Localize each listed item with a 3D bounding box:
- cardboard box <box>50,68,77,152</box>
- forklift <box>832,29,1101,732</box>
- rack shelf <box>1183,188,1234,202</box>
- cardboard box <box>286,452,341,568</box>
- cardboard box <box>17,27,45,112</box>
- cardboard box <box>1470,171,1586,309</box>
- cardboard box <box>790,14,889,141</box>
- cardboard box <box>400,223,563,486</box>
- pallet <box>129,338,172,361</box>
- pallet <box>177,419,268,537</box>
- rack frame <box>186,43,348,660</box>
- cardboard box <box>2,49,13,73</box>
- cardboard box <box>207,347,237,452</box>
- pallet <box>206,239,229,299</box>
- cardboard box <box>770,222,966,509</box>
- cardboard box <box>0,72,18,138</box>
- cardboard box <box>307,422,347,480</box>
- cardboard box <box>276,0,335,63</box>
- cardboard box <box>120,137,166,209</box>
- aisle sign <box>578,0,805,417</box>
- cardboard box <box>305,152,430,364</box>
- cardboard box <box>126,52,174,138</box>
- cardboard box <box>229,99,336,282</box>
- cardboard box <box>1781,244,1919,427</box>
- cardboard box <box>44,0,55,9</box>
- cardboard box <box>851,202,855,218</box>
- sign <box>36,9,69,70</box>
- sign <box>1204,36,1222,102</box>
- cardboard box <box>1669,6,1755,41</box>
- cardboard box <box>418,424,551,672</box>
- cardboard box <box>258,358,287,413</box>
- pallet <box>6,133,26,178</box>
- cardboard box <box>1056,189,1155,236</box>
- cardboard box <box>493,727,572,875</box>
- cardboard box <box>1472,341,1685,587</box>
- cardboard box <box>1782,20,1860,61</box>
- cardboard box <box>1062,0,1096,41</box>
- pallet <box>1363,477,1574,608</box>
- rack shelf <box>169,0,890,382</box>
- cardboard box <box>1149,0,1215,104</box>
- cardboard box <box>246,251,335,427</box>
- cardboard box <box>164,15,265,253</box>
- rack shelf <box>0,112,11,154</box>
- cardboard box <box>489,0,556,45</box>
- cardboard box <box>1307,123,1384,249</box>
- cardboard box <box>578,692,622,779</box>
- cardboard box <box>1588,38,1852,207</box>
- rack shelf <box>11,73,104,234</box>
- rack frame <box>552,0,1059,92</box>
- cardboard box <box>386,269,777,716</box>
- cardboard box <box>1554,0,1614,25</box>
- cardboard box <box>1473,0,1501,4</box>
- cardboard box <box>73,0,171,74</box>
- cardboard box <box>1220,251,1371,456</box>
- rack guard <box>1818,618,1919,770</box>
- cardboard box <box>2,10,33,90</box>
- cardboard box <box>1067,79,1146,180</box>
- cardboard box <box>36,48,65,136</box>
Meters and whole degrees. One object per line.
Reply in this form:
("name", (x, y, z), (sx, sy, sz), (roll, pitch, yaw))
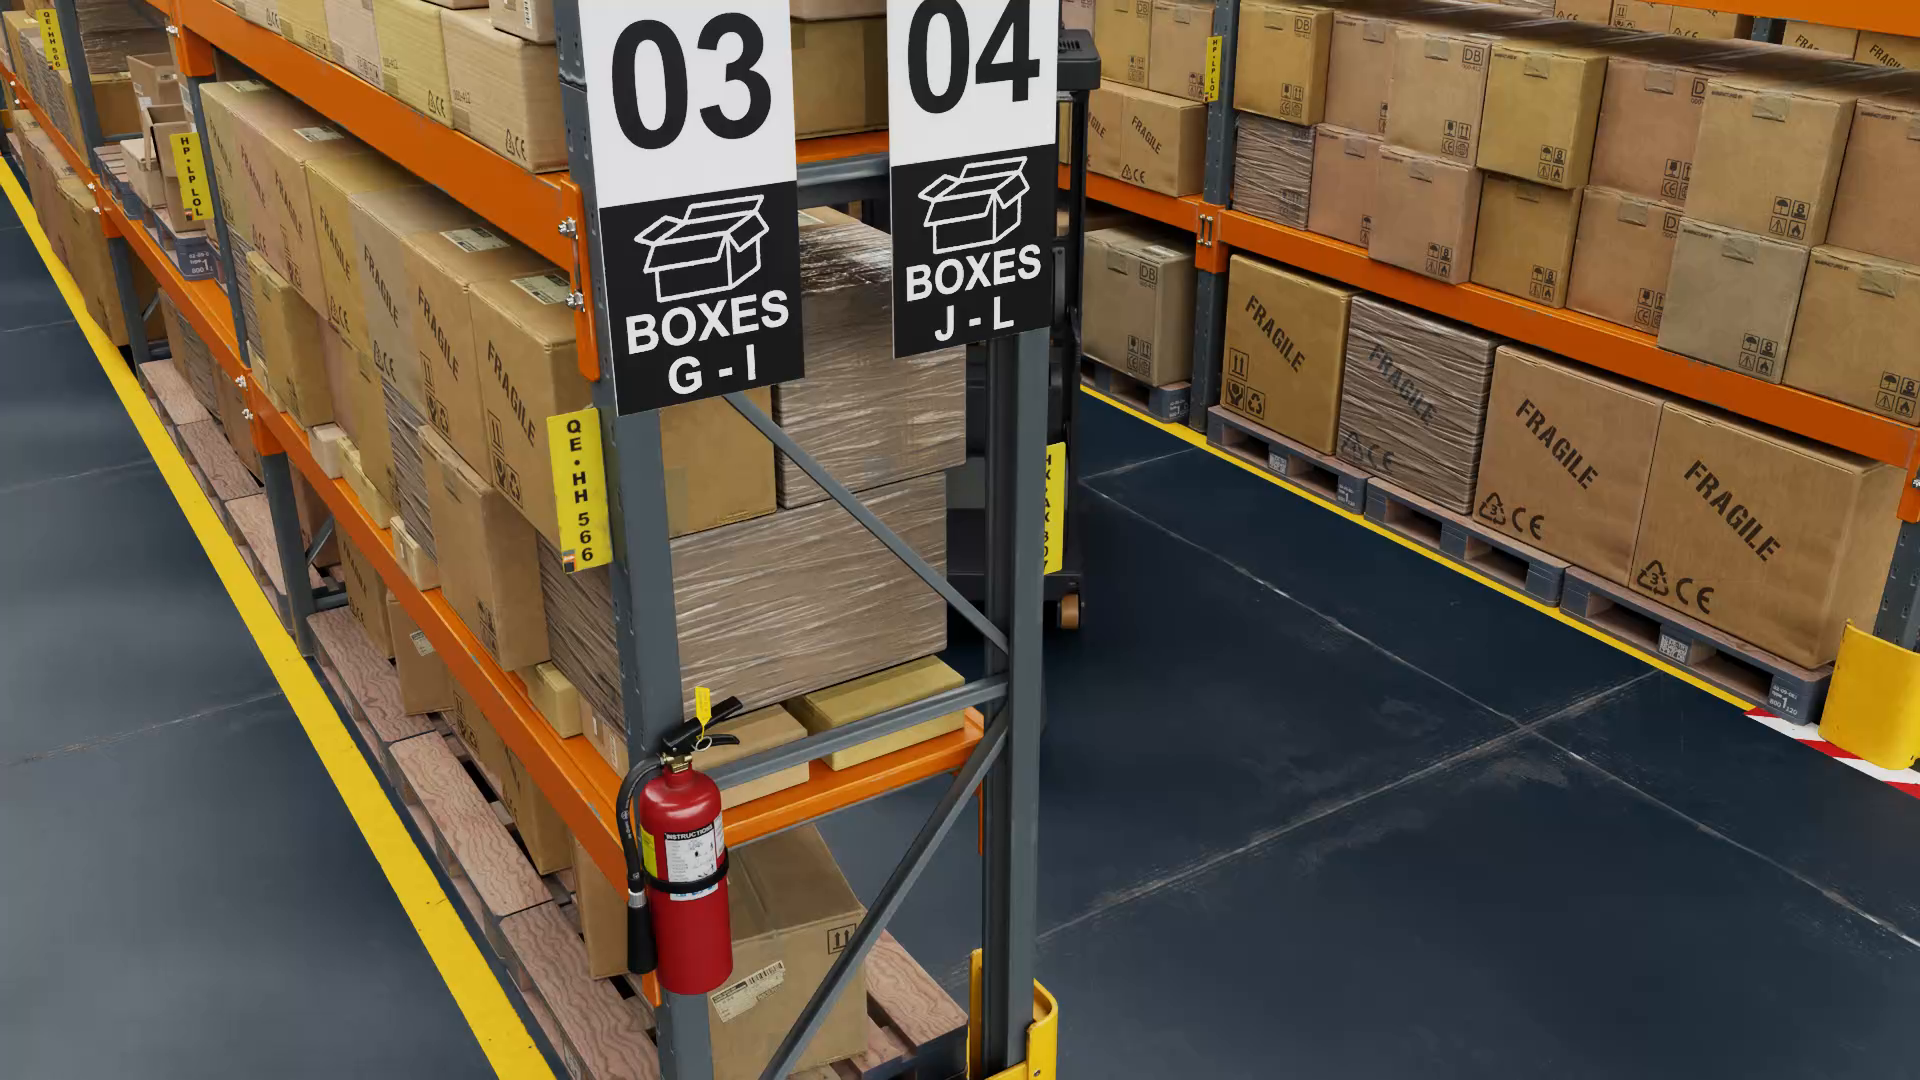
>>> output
("cardboard box", (-5.158, -2.815, 10.582), (1.016, 0.500, 0.509), (-16, 30, -31))
("forklift", (-0.012, -1.059, 7.059), (1.121, 2.935, 3.031), (0, 25, 1))
("rack shelf", (0.680, -2.577, 10.809), (0.919, 0.124, 3.809), (-16, 29, -30))
("cardboard box", (-2.756, -0.272, 7.726), (0.700, 0.500, 0.500), (-18, 31, -33))
("cardboard box", (-6.217, -3.304, 11.618), (0.500, 0.500, 0.500), (-16, 30, -31))
("cardboard box", (2.872, -1.459, 7.652), (0.875, 0.550, 0.500), (-16, 29, -30))
("cardboard box", (-0.302, -1.070, 3.664), (0.500, 0.250, 0.500), (-15, 29, -28))
("cardboard box", (-1.041, -0.497, 4.152), (0.500, 0.500, 0.500), (-16, 29, -30))
("pallet", (-4.990, -1.448, 11.071), (1.003, 0.211, 1.213), (-16, 29, -30))
("pallet", (-3.536, -0.433, 8.920), (1.003, 0.211, 1.213), (-16, 29, -30))
("rack frame", (-2.439, -0.979, 6.810), (1.000, 3.000, 0.127), (-16, 29, -30))
("cardboard box", (-7.247, -3.760, 12.994), (0.380, 0.149, 0.250), (-15, 29, -29))
("cardboard box", (-3.612, -0.847, 8.943), (0.700, 0.500, 0.500), (-13, 28, -25))
("pallet", (-2.735, -1.200, 7.502), (1.003, 0.211, 1.213), (-16, 29, -30))
("cardboard box", (-0.328, -0.440, 4.032), (0.500, 0.500, 0.500), (-16, 29, -30))
("cardboard box", (-8.574, -4.290, 15.821), (0.875, 0.875, 0.875), (-16, 29, -30))
("cardboard box", (-2.042, -0.357, 5.786), (0.380, 0.149, 0.250), (-16, 29, -30))
("cardboard box", (-1.558, -1.492, 4.559), (0.500, 0.250, 0.500), (-16, 30, -30))
("cardboard box", (-3.901, -1.879, 8.400), (0.500, 0.250, 0.500), (-16, 30, -31))
("aisle sign", (-0.473, -0.632, 3.029), (0.394, 0.787, 0.004), (-16, 29, -30))
("cardboard box", (-1.578, -0.857, 4.915), (0.500, 0.500, 0.500), (-16, 29, -30))
("cardboard box", (-4.295, -2.461, 9.340), (0.500, 0.500, 0.500), (-20, 32, -36))
("cardboard box", (-2.132, -1.212, 5.667), (0.500, 0.500, 0.500), (-16, 29, -30))
("cardboard box", (3.715, -0.858, 6.378), (0.875, 0.550, 0.550), (-16, 29, -30))
("cardboard box", (-5.733, -3.646, 11.167), (0.797, 0.503, 0.637), (-14, 29, -28))
("cardboard box", (-0.155, -2.463, 12.098), (1.050, 0.750, 0.750), (-16, 30, -30))
("sign", (-5.086, -2.803, 9.317), (0.100, 0.325, 0.005), (-16, 29, -30))
("sign", (1.322, -2.457, 8.677), (0.100, 0.325, 0.005), (-16, 29, -30))
("cardboard box", (5.419, -3.770, 11.765), (0.500, 0.500, 0.500), (-16, 30, -31))
("cardboard box", (-0.906, -0.082, 4.445), (0.875, 0.500, 0.500), (-16, 29, -30))
("cardboard box", (-2.448, -0.626, 6.357), (0.380, 0.149, 0.250), (-16, 29, -30))
("pallet", (-10.994, -1.999, 10.716), (11.163, 1.510, 7.627), (-16, 29, -30))
("cardboard box", (0.834, -1.818, 10.731), (1.050, 0.750, 0.750), (-16, 29, -30))
("cardboard box", (-1.263, 0.731, 5.625), (0.500, 0.500, 0.500), (-13, 28, -25))
("cardboard box", (3.048, -0.439, 7.662), (0.875, 0.875, 0.875), (-16, 30, -30))
("cardboard box", (5.871, -3.246, 11.147), (0.500, 0.500, 0.500), (-16, 29, -30))
("cardboard box", (0.938, -3.137, 10.092), (0.700, 0.500, 0.500), (-15, 29, -29))
("pallet", (2.791, -0.111, 8.237), (1.003, 0.211, 1.213), (-16, 29, -30))
("rack shelf", (-1.347, -1.295, 4.808), (1.077, 0.370, 4.000), (-16, 29, -30))
("cardboard box", (1.496, -2.772, 9.321), (0.700, 0.500, 0.500), (-16, 30, -30))
("cardboard box", (-2.002, -0.796, 5.958), (0.875, 0.500, 0.500), (-16, 29, -30))
("cardboard box", (-2.756, -1.757, 7.264), (1.000, 1.000, 1.000), (-15, 29, -29))
("rack shelf", (-10.874, -0.711, 6.243), (15.819, 3.000, 15.968), (-16, 29, -30))
("cardboard box", (-0.669, -1.044, 3.142), (0.380, 0.149, 0.250), (-16, 29, -30))
("cardboard box", (2.302, -1.846, 8.471), (0.875, 0.550, 0.550), (-16, 29, -30))
("cardboard box", (-0.720, 0.422, 4.137), (0.380, 0.149, 0.250), (-16, 29, -30))
("cardboard box", (3.216, -1.773, 7.052), (0.875, 0.550, 0.550), (-16, 29, -30))
("rack shelf", (-5.715, -2.800, 11.510), (1.077, 0.370, 4.000), (-16, 29, -30))
("rack frame", (-0.256, -2.261, 2.499), (1.000, 3.000, 0.127), (-16, 29, -30))
("cardboard box", (-1.309, 0.009, 5.117), (1.144, 2.239, 2.984), (-6, 26, -13))
("cardboard box", (4.871, -4.133, 12.534), (0.500, 0.500, 0.500), (-14, 29, -28))
("cardboard box", (4.318, -4.501, 13.313), (0.500, 0.500, 0.500), (-15, 29, -29))
("cardboard box", (-5.008, -3.174, 10.167), (0.797, 0.503, 0.637), (-14, 29, -28))
("cardboard box", (2.056, -1.087, 9.035), (0.875, 0.875, 0.875), (-15, 29, -29))
("rack guard", (3.968, 0.471, 6.667), (1.175, 0.500, 0.348), (-16, 29, -30))
("cardboard box", (-6.765, -3.663, 12.378), (0.500, 0.500, 0.500), (-15, 29, -29))
("cardboard box", (0.987, -2.449, 9.807), (0.500, 0.500, 0.500), (-16, 30, -30))
("cardboard box", (-5.653, -2.938, 10.844), (0.500, 0.500, 0.500), (-17, 30, -31))
